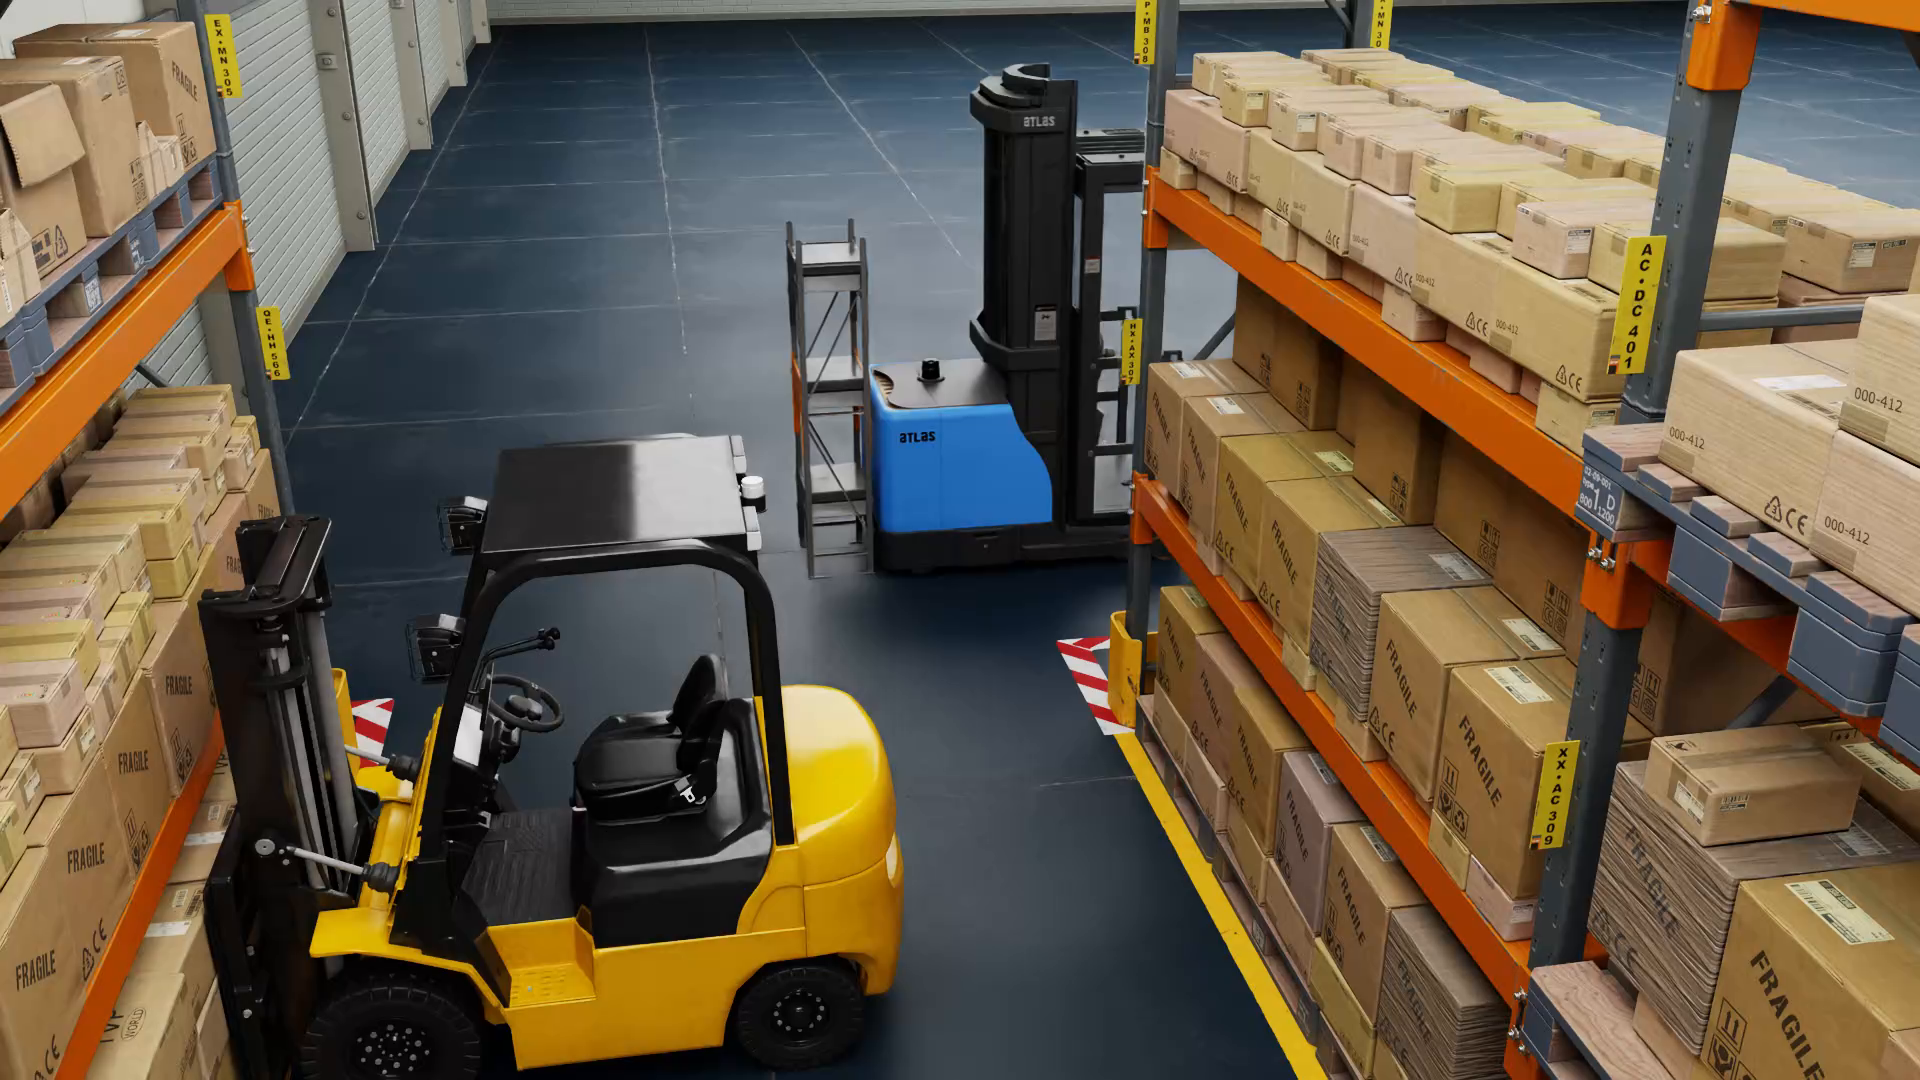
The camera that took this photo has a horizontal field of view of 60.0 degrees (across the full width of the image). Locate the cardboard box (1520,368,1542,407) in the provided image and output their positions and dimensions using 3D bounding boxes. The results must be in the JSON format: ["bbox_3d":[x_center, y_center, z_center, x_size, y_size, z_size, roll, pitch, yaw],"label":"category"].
[{"bbox_3d":[1.782,-0.440,4.575,0.380,0.149,0.250,-4,24,-9],"label":"cardboard box"}]

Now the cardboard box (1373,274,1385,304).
[{"bbox_3d":[1.601,-0.848,5.510,0.380,0.149,0.250,-4,24,-9],"label":"cardboard box"}]

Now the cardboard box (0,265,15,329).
[{"bbox_3d":[-2.704,-0.603,4.299,0.380,0.149,0.250,-4,24,-8],"label":"cardboard box"}]

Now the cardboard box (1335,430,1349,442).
[{"bbox_3d":[1.820,-0.338,7.279,0.500,0.500,0.500,-4,24,-10],"label":"cardboard box"}]

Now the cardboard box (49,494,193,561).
[{"bbox_3d":[-2.909,-0.037,5.780,0.380,0.149,0.250,-4,24,-9],"label":"cardboard box"}]

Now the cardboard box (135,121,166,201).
[{"bbox_3d":[-3.018,-1.325,5.808,0.396,0.266,0.258,-4,24,-10],"label":"cardboard box"}]

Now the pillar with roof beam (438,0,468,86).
[{"bbox_3d":[-4.481,-12.345,27.772,9.100,9.000,0.400,-4,24,-10],"label":"pillar with roof beam"}]

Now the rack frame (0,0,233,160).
[{"bbox_3d":[-3.517,-2.927,6.208,1.000,3.000,0.127,-4,24,-10],"label":"rack frame"}]

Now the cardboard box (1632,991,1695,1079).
[{"bbox_3d":[1.892,1.191,4.065,0.380,0.149,0.250,-4,24,-9],"label":"cardboard box"}]

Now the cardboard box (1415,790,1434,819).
[{"bbox_3d":[1.717,0.832,5.410,0.380,0.149,0.250,-4,24,-9],"label":"cardboard box"}]

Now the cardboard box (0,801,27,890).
[{"bbox_3d":[-2.627,0.806,4.221,0.380,0.149,0.250,-4,24,-9],"label":"cardboard box"}]

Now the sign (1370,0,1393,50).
[{"bbox_3d":[1.910,-2.360,7.551,0.100,0.325,0.005,-4,24,-10],"label":"sign"}]

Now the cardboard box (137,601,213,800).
[{"bbox_3d":[-2.882,0.554,5.608,0.500,0.500,0.500,-4,24,-9],"label":"cardboard box"}]

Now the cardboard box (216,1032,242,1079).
[{"bbox_3d":[-2.761,1.849,5.679,0.500,0.250,0.500,-4,24,-9],"label":"cardboard box"}]

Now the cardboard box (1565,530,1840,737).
[{"bbox_3d":[2.232,0.198,4.804,0.700,0.500,0.500,-5,24,-10],"label":"cardboard box"}]

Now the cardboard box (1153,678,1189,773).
[{"bbox_3d":[1.238,0.859,7.946,0.500,0.250,0.500,-5,24,-10],"label":"cardboard box"}]

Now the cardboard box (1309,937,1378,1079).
[{"bbox_3d":[1.618,1.673,6.081,0.500,0.250,0.500,-5,24,-11],"label":"cardboard box"}]

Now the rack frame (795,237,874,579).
[{"bbox_3d":[-0.731,-0.739,9.819,0.400,2.100,0.015,-5,24,-11],"label":"rack frame"}]

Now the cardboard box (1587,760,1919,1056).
[{"bbox_3d":[1.905,0.858,4.016,0.500,0.500,0.500,-4,24,-8],"label":"cardboard box"}]

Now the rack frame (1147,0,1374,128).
[{"bbox_3d":[1.360,-3.295,7.052,1.000,3.000,0.127,-4,24,-10],"label":"rack frame"}]

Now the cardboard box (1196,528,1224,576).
[{"bbox_3d":[1.252,0.030,7.248,0.380,0.149,0.250,-4,24,-9],"label":"cardboard box"}]

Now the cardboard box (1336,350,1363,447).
[{"bbox_3d":[1.951,-0.609,6.651,0.700,0.500,0.500,-5,24,-10],"label":"cardboard box"}]

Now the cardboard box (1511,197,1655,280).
[{"bbox_3d":[1.703,-0.803,4.410,0.380,0.149,0.250,-5,24,-11],"label":"cardboard box"}]

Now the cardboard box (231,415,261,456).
[{"bbox_3d":[-3.178,-0.405,6.994,0.380,0.149,0.250,-4,24,-9],"label":"cardboard box"}]

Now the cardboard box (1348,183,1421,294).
[{"bbox_3d":[1.579,-0.969,5.289,0.500,0.250,0.500,-5,24,-11],"label":"cardboard box"}]

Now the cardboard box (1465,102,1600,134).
[{"bbox_3d":[2.030,-1.459,5.913,0.380,0.149,0.250,-4,24,-8],"label":"cardboard box"}]

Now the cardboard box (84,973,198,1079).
[{"bbox_3d":[-2.643,1.590,5.023,0.500,0.250,0.500,-4,24,-10],"label":"cardboard box"}]

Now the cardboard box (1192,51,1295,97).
[{"bbox_3d":[1.226,-2.016,7.189,0.380,0.149,0.250,-4,24,-10],"label":"cardboard box"}]

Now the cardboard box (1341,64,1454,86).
[{"bbox_3d":[1.788,-1.857,6.823,0.380,0.149,0.250,-5,24,-10],"label":"cardboard box"}]

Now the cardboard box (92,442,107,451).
[{"bbox_3d":[-3.601,-0.275,6.697,0.380,0.149,0.250,-4,24,-10],"label":"cardboard box"}]

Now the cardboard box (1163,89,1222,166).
[{"bbox_3d":[1.192,-1.771,7.125,0.500,0.250,0.500,-5,24,-11],"label":"cardboard box"}]

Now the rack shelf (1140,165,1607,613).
[{"bbox_3d":[1.730,-0.804,5.995,1.077,0.370,4.000,-4,24,-10],"label":"rack shelf"}]

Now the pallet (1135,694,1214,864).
[{"bbox_3d":[1.490,1.084,8.005,1.003,0.211,1.213,-4,24,-10],"label":"pallet"}]

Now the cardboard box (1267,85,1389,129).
[{"bbox_3d":[1.387,-1.621,6.283,0.380,0.149,0.250,-4,24,-10],"label":"cardboard box"}]

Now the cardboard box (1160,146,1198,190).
[{"bbox_3d":[1.103,-1.651,7.349,0.380,0.149,0.250,-4,24,-10],"label":"cardboard box"}]

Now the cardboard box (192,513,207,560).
[{"bbox_3d":[-2.983,0.000,6.067,0.380,0.149,0.250,-5,24,-11],"label":"cardboard box"}]

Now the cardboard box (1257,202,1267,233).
[{"bbox_3d":[1.377,-1.248,6.426,0.380,0.149,0.250,-5,24,-11],"label":"cardboard box"}]

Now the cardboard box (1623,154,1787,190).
[{"bbox_3d":[2.224,-1.056,4.989,0.380,0.149,0.250,-4,24,-10],"label":"cardboard box"}]

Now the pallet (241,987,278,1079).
[{"bbox_3d":[-3.112,1.877,6.188,1.003,0.211,1.213,-4,24,-10],"label":"pallet"}]

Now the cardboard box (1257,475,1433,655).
[{"bbox_3d":[1.472,0.082,6.318,0.500,0.500,0.500,-5,24,-11],"label":"cardboard box"}]

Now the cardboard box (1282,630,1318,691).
[{"bbox_3d":[1.449,0.438,6.314,0.380,0.149,0.250,-4,24,-9],"label":"cardboard box"}]

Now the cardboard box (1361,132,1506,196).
[{"bbox_3d":[1.521,-1.212,5.346,0.380,0.149,0.250,-4,24,-9],"label":"cardboard box"}]

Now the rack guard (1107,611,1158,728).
[{"bbox_3d":[1.374,0.629,8.685,1.175,0.500,0.348,-4,24,-10],"label":"rack guard"}]

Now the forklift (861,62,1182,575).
[{"bbox_3d":[0.917,-1.406,10.307,3.031,2.935,1.130,-4,24,-10],"label":"forklift"}]

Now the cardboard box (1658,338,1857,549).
[{"bbox_3d":[1.814,-0.212,3.402,0.500,0.250,0.500,-5,24,-11],"label":"cardboard box"}]

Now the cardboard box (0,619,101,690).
[{"bbox_3d":[-2.759,0.364,4.861,0.380,0.149,0.250,-5,24,-11],"label":"cardboard box"}]

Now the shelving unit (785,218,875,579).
[{"bbox_3d":[-0.779,-0.835,10.038,0.431,2.100,0.503,-5,24,-11],"label":"shelving unit"}]

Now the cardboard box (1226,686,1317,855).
[{"bbox_3d":[1.428,0.928,6.851,0.500,0.500,0.500,-4,24,-9],"label":"cardboard box"}]

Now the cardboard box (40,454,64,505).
[{"bbox_3d":[-3.556,-0.202,6.158,0.380,0.149,0.250,-4,24,-9],"label":"cardboard box"}]

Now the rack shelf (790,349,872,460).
[{"bbox_3d":[-0.779,-0.823,10.044,0.431,0.518,0.480,-5,24,-11],"label":"rack shelf"}]

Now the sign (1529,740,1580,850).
[{"bbox_3d":[1.568,0.674,4.378,0.100,0.325,0.005,-4,24,-10],"label":"sign"}]

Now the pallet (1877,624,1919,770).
[{"bbox_3d":[2.304,0.397,2.580,1.213,0.211,1.003,-4,24,-10],"label":"pallet"}]

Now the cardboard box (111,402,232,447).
[{"bbox_3d":[-3.167,-0.437,6.695,0.380,0.149,0.250,-4,24,-10],"label":"cardboard box"}]

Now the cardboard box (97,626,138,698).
[{"bbox_3d":[-2.786,0.402,5.145,0.380,0.149,0.250,-5,24,-11],"label":"cardboard box"}]
